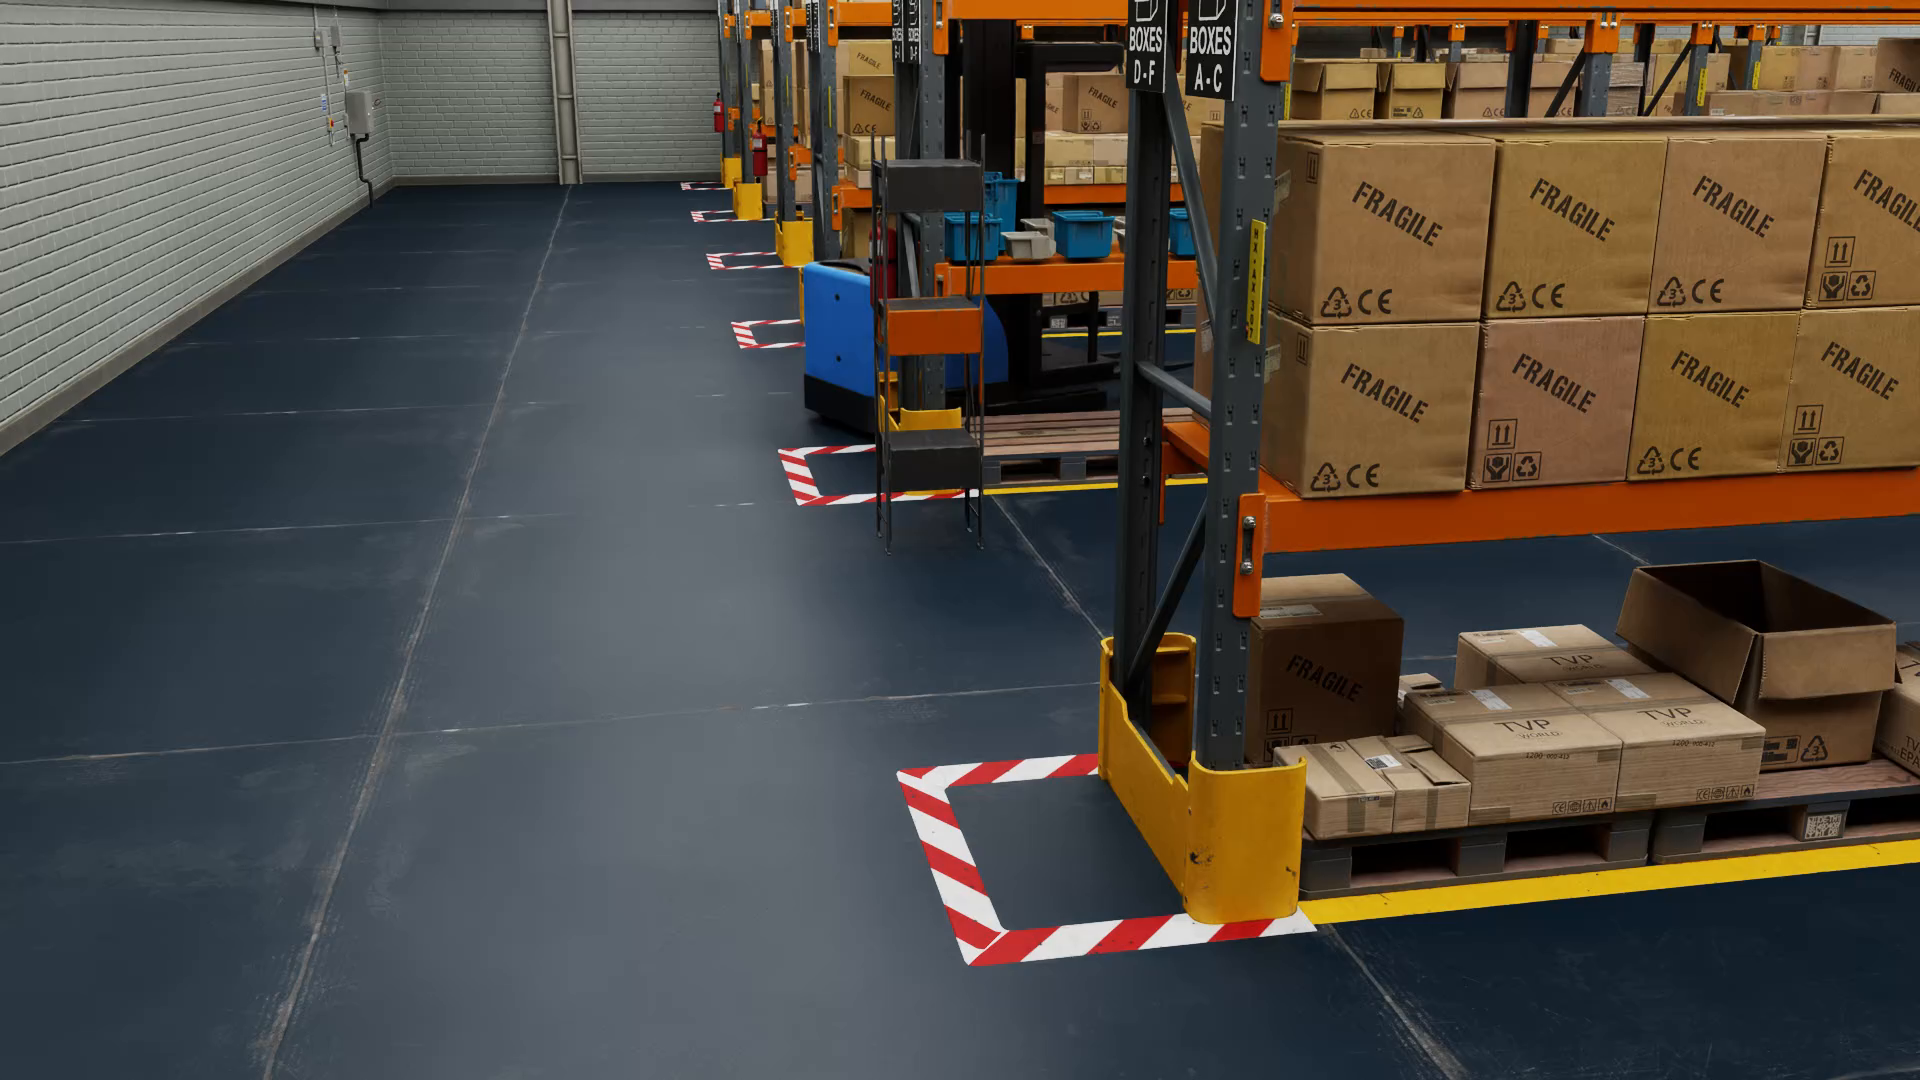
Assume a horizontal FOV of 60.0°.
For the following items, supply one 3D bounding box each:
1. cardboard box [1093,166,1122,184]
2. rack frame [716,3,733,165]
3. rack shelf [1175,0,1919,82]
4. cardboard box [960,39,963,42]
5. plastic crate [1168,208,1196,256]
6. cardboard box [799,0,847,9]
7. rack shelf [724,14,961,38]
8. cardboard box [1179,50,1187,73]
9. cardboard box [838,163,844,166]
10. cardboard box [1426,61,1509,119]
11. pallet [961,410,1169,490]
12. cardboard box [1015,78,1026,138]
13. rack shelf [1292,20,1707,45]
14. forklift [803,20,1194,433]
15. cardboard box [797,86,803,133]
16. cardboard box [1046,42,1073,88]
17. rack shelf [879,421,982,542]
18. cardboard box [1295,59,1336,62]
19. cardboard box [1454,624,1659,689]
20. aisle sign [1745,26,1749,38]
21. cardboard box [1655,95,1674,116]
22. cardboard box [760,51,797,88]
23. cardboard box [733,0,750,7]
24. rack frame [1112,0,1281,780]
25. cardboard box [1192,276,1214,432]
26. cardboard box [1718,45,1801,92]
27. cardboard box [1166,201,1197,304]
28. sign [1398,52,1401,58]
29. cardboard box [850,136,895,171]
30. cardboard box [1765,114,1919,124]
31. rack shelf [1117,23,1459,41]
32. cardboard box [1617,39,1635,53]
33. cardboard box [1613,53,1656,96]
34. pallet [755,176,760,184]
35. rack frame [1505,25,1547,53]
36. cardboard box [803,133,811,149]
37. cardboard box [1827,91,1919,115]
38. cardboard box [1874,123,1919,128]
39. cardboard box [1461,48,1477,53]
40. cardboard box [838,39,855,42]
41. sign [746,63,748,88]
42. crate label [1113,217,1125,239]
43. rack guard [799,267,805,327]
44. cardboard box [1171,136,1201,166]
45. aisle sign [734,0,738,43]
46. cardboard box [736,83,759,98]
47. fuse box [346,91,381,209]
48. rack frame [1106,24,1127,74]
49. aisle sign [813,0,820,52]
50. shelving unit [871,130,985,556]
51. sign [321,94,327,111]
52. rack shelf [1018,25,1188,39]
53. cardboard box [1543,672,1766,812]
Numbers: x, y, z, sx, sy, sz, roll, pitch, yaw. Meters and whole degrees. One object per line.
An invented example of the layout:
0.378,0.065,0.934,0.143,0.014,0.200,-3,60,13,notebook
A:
1.249,-3.217,14.604,0.250,0.149,0.380,-4,17,-11,cardboard box
-4.005,-7.585,28.398,0.127,3.000,1.000,-3,17,-10,rack frame
2.659,-1.643,5.168,4.000,0.370,1.077,-3,17,-10,rack shelf
0.099,-7.109,23.872,0.250,0.149,0.380,-3,17,-10,cardboard box
1.357,-1.810,9.780,0.300,0.233,0.416,-3,17,-10,plastic crate
-1.532,-6.046,18.535,0.500,0.250,0.500,-3,17,-8,cardboard box
-2.041,-8.786,28.425,4.000,0.370,1.077,-3,17,-10,rack shelf
3.346,-6.965,24.505,0.500,0.500,0.500,-3,17,-10,cardboard box
-2.002,-6.634,28.845,0.500,0.500,0.500,-3,17,-9,cardboard box
4.656,-4.159,15.366,0.637,0.503,0.797,-3,17,-9,cardboard box
0.577,-0.571,10.312,1.213,0.211,1.003,-3,17,-10,pallet
0.341,-3.734,14.330,0.500,0.500,0.500,-4,17,-12,cardboard box
4.711,-4.722,15.192,4.000,0.370,1.077,-3,17,-10,rack shelf
0.438,-2.380,11.570,3.031,2.935,1.130,-11,20,-31,forklift
-1.629,-5.022,19.377,0.500,0.500,0.500,-3,17,-9,cardboard box
0.989,-5.489,19.194,0.500,0.500,0.500,-4,17,-12,cardboard box
-0.162,-0.312,8.683,0.480,0.518,0.431,-3,17,-10,rack shelf
5.281,-6.949,24.935,0.500,0.500,0.500,-4,17,-12,cardboard box
2.121,0.517,5.953,0.500,0.250,0.500,-3,17,-10,cardboard box
12.652,-8.381,26.561,0.004,0.787,0.394,-3,17,-10,aisle sign
8.803,-5.315,20.836,0.500,0.500,0.500,-3,17,-11,cardboard box
-2.535,-6.625,23.398,0.500,0.500,0.500,-4,17,-12,cardboard box
-3.518,-9.035,27.759,0.500,0.250,0.500,-3,17,-11,cardboard box
0.696,-0.441,5.140,0.127,3.000,1.000,-3,17,-10,rack frame
1.084,-0.593,5.462,0.500,0.500,0.500,-3,17,-9,cardboard box
10.129,-6.000,21.142,0.550,0.550,0.875,-3,17,-10,cardboard box
2.084,-2.691,15.369,0.875,0.875,0.875,-3,17,-10,cardboard box
7.889,-8.613,29.908,0.005,0.325,0.100,-3,17,-10,sign
-0.657,-3.317,14.250,0.500,0.250,0.500,-4,17,-12,cardboard box
3.096,-1.187,5.696,0.500,0.500,0.500,-4,17,-12,cardboard box
3.869,-6.157,19.865,4.000,0.370,1.077,-3,17,-10,rack shelf
10.199,-7.495,25.725,0.500,0.500,0.700,-4,17,-12,cardboard box
8.273,-5.840,20.845,0.500,0.500,0.700,-3,17,-10,cardboard box
-3.148,-6.301,28.966,1.213,0.211,1.003,-3,17,-10,pallet
8.722,-6.823,25.916,0.127,3.000,1.000,-3,17,-10,rack frame
-1.641,-4.536,18.900,0.250,0.149,0.380,-3,17,-11,cardboard box
8.918,-4.093,16.137,0.637,0.503,0.797,-1,17,-5,cardboard box
3.178,-1.030,5.182,0.500,0.500,0.500,-3,17,-10,cardboard box
7.638,-7.390,25.267,0.250,0.149,0.380,-4,17,-12,cardboard box
-1.635,-6.996,23.503,0.250,0.149,0.380,-3,17,-10,cardboard box
-2.960,-6.446,23.079,0.005,0.325,0.100,-3,17,-10,sign
1.082,-1.904,10.250,0.243,0.136,0.396,-3,17,-10,crate label
-1.203,-2.101,14.801,0.348,0.500,1.175,-3,17,-10,rack guard
1.856,-3.461,14.719,0.500,0.250,0.500,-3,17,-9,cardboard box
-3.189,-7.482,23.636,0.004,0.787,0.394,-3,17,-10,aisle sign
-3.604,-7.757,28.708,0.500,0.250,0.500,-3,17,-9,cardboard box
-8.847,-5.831,24.882,0.414,1.711,0.539,-3,17,-10,fuse box
1.906,-4.956,19.837,0.127,3.000,1.000,-3,17,-10,rack frame
-1.194,-4.450,13.762,0.004,0.787,0.394,-3,17,-10,aisle sign
-0.162,-0.995,8.473,0.503,2.100,0.431,-3,17,-10,shelving unit
-8.643,-5.945,22.599,0.001,0.218,0.327,-3,17,-10,sign
2.831,-7.578,24.493,4.000,0.370,1.077,-3,17,-10,rack shelf
2.265,0.659,5.493,0.500,0.250,0.500,-3,17,-10,cardboard box
